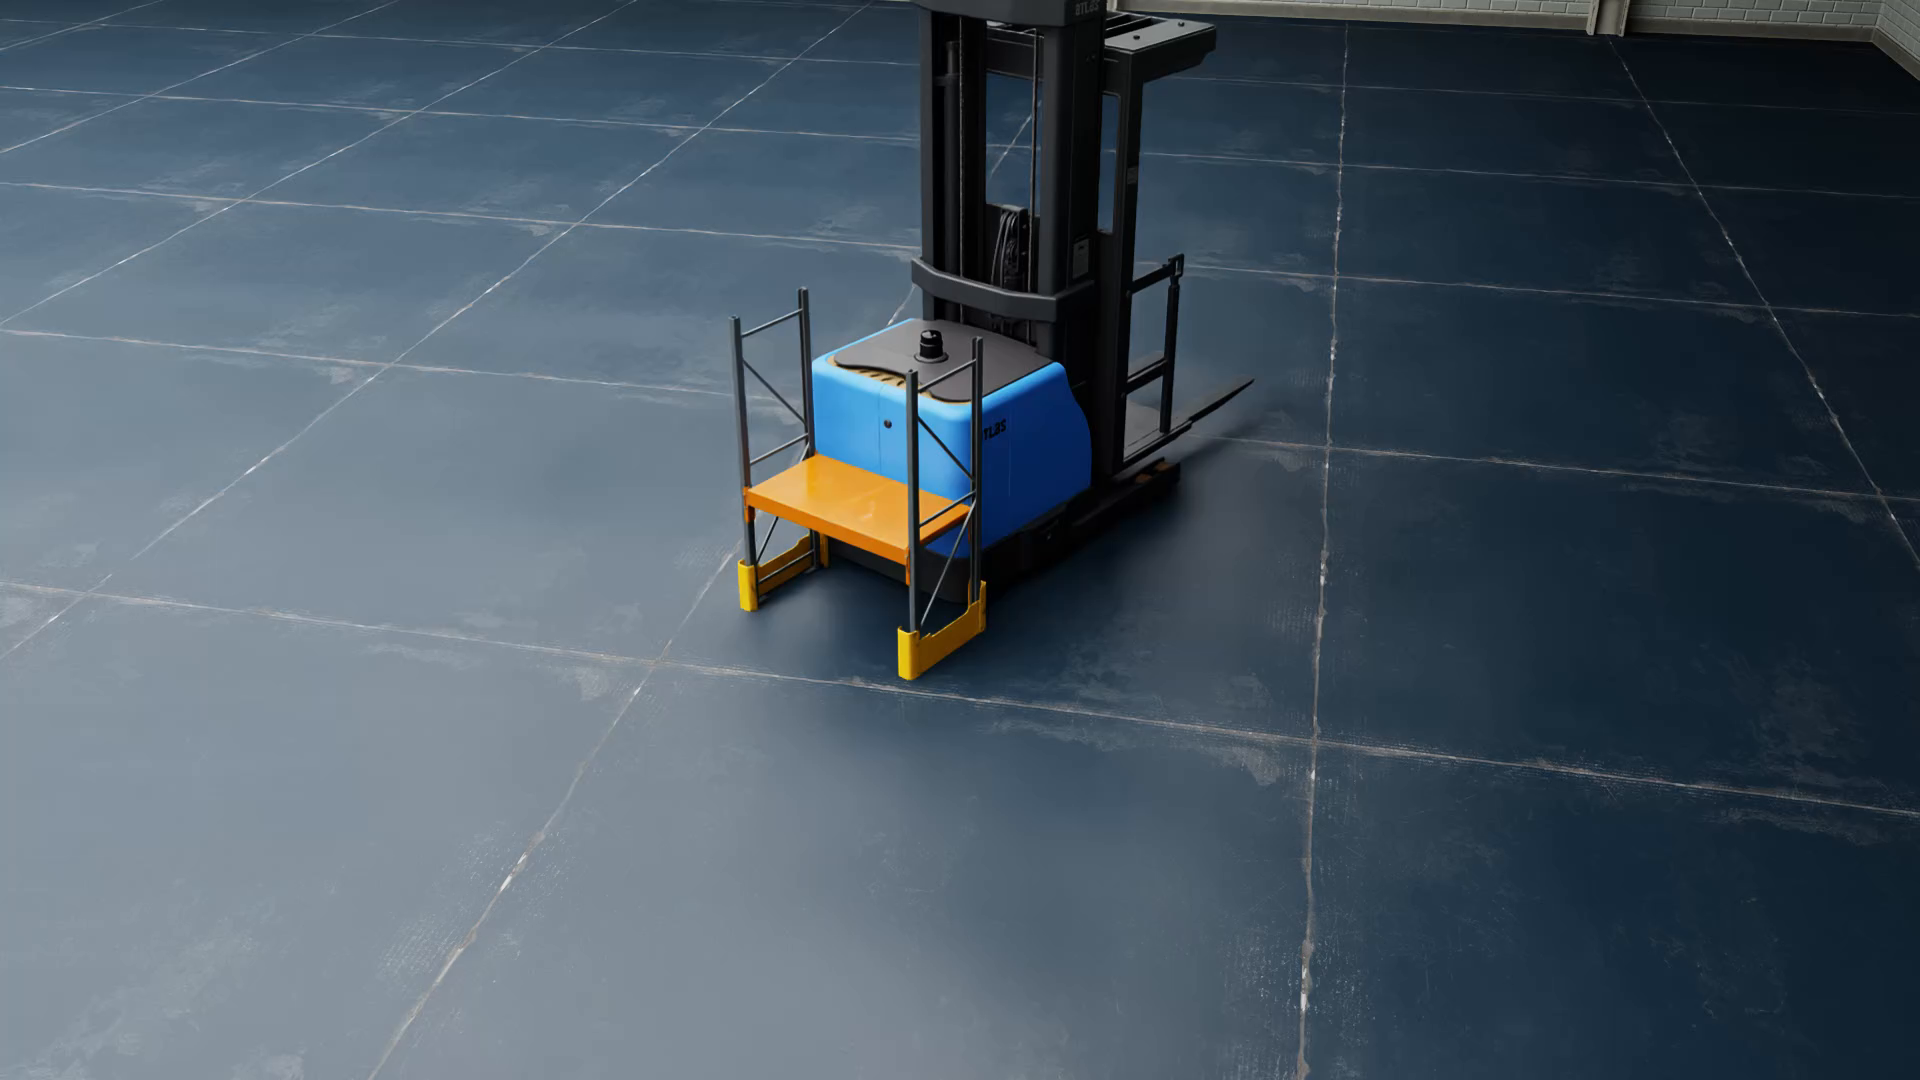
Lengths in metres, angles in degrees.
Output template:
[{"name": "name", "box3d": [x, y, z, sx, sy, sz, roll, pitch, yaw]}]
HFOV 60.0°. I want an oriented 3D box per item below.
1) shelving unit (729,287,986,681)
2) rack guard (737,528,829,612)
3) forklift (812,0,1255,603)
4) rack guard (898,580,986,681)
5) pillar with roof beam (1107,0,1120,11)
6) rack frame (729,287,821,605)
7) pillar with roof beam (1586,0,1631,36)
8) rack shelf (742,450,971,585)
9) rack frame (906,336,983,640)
[{"name": "shelving unit", "box3d": [-0.476, -0.282, 7.703, 1.083, 1.500, 0.587, 20, 35, 32]}, {"name": "rack guard", "box3d": [-0.872, 0.122, 8.268, 0.087, 0.250, 0.587, 20, 35, 32]}, {"name": "forklift", "box3d": [0.570, -1.618, 8.654, 1.130, 2.935, 3.031, 22, 35, 34]}, {"name": "rack guard", "box3d": [-0.079, 0.411, 7.739, 0.087, 0.250, 0.587, 20, 35, 32]}, {"name": "pillar with roof beam", "box3d": [0.894, -8.553, 15.002, 0.400, 9.000, 9.100, 6, 29, 11]}, {"name": "rack frame", "box3d": [-0.873, -0.427, 7.968, 0.032, 1.500, 0.500, 20, 35, 32]}, {"name": "pillar with roof beam", "box3d": [6.761, -7.952, 13.903, 0.400, 9.000, 9.100, 6, 29, 11]}, {"name": "rack shelf", "box3d": [-0.469, -0.122, 7.785, 1.000, 0.185, 0.538, 20, 35, 32]}, {"name": "rack frame", "box3d": [-0.064, -0.132, 7.429, 0.032, 1.500, 0.500, 20, 35, 32]}]
